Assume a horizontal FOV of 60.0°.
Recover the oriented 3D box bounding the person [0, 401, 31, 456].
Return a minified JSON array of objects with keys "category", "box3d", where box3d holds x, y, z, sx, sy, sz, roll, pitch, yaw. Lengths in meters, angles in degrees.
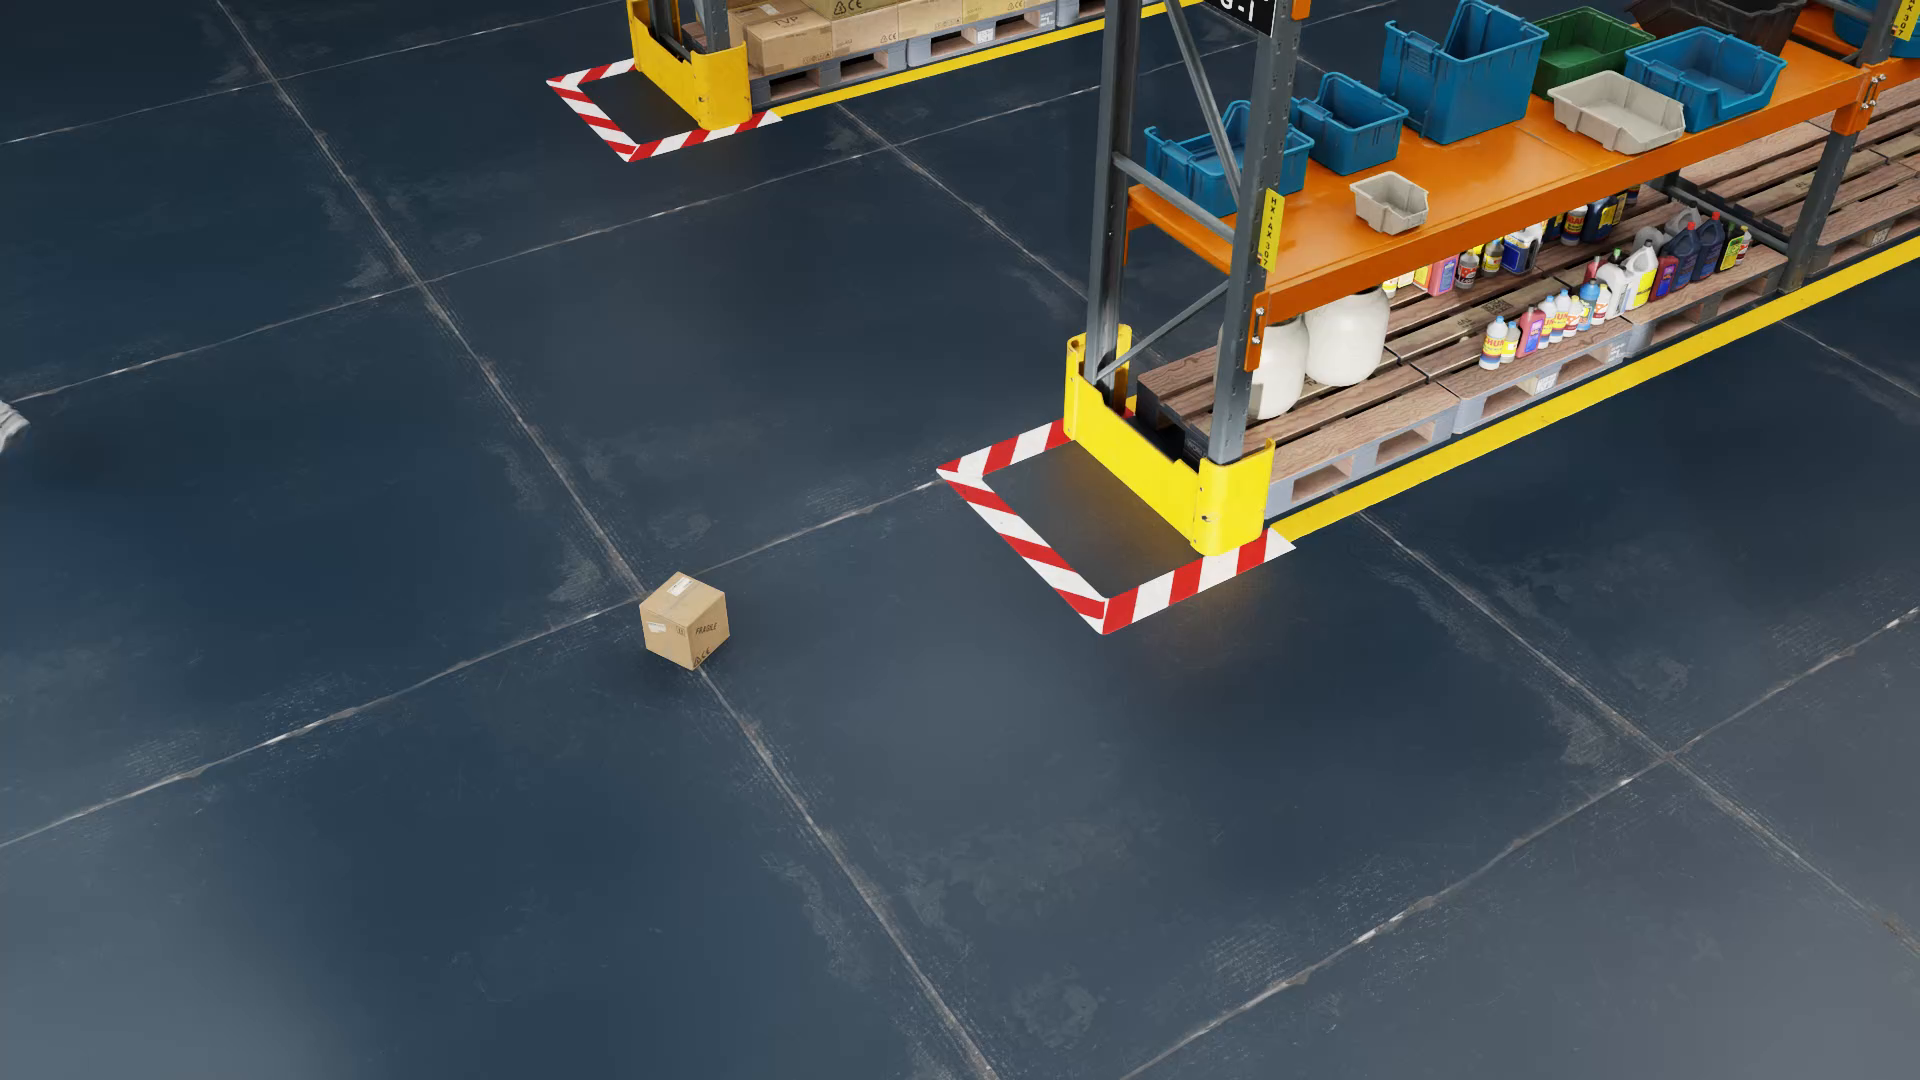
[{"category":"person","box3d":[-4.734,-0.995,7.289,0.822,1.741,0.559,10,42,12]}]
